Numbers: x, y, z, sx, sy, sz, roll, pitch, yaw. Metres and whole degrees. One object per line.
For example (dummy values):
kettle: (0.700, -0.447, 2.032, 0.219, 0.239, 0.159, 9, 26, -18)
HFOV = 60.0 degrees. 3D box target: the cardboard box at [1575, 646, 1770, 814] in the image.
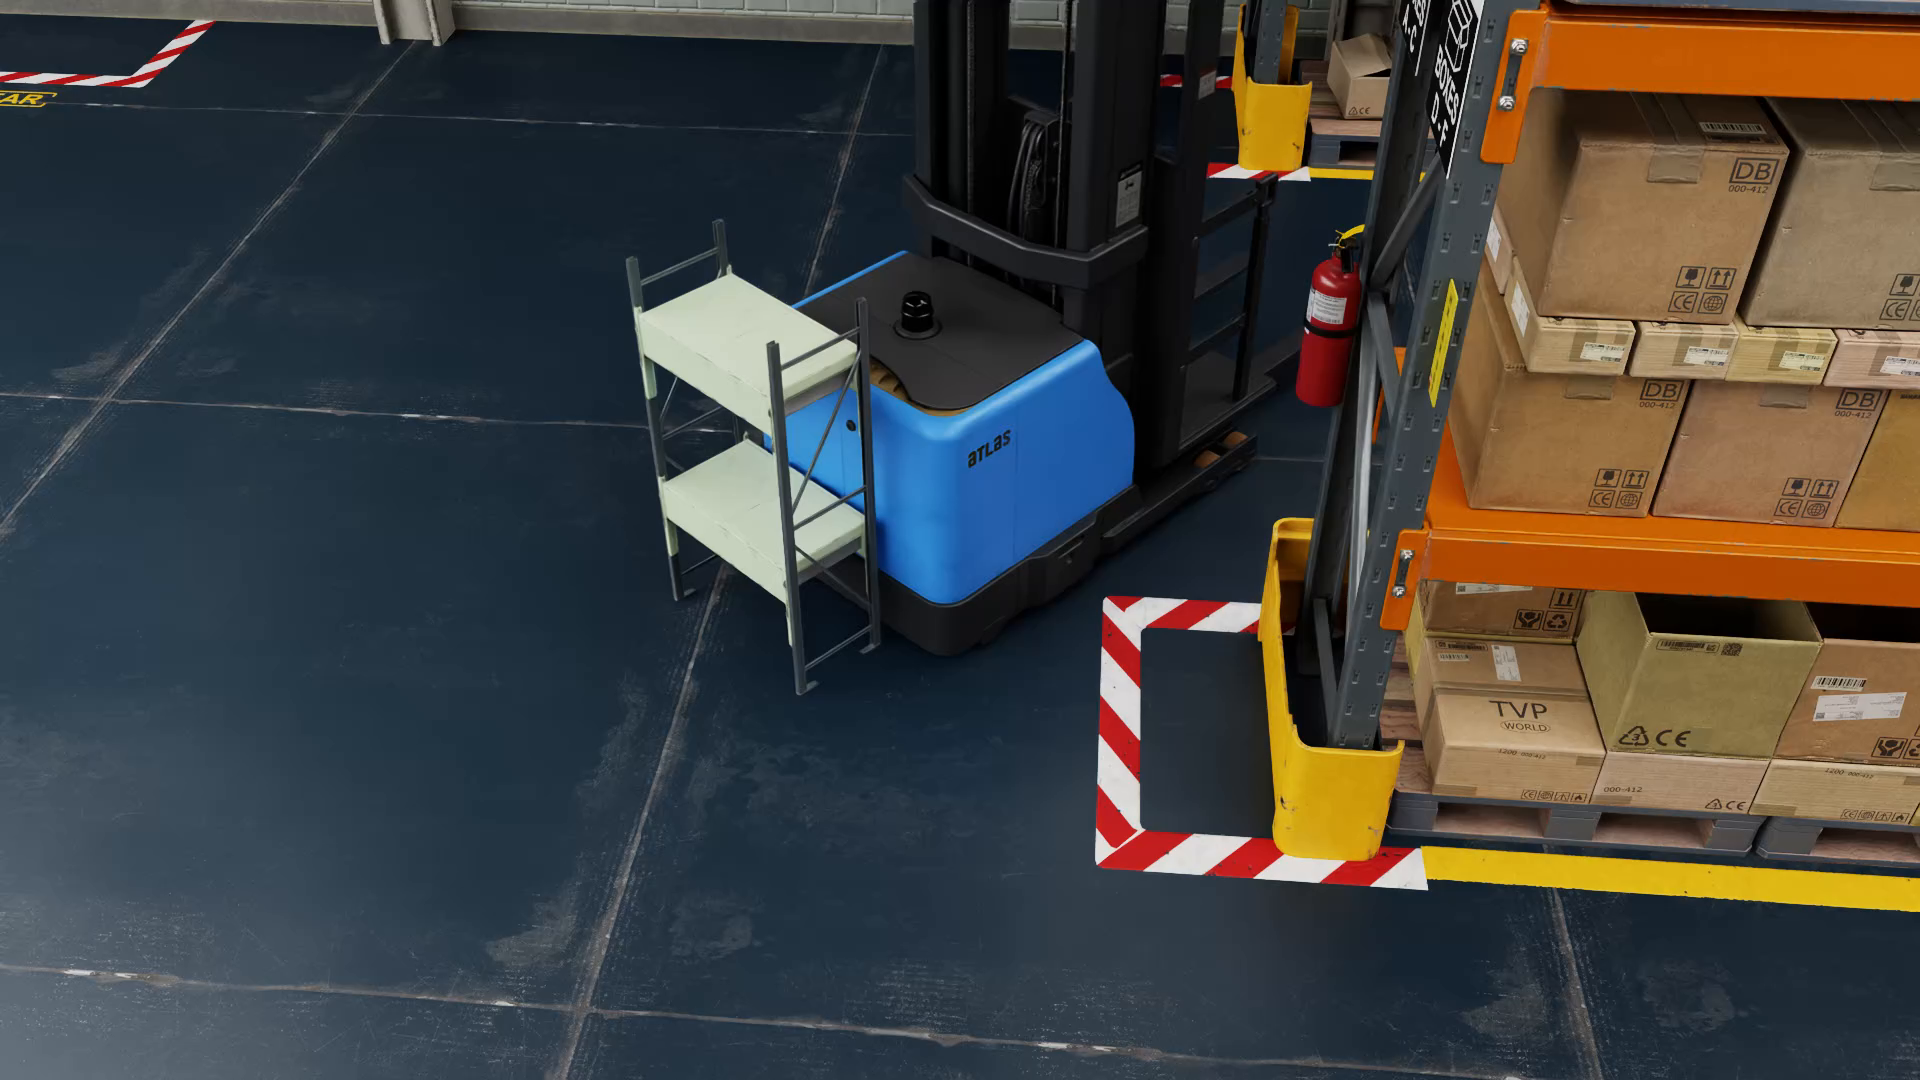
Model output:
cardboard box: (2.297, 0.616, 5.462, 0.500, 0.250, 0.500, 3, 39, 4)

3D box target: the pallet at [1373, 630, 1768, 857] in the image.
pallet: (2.049, 0.615, 5.827, 1.213, 0.211, 1.003, 3, 39, 4)

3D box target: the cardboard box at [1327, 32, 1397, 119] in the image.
cardboard box: (2.389, -2.631, 9.387, 0.500, 0.311, 0.500, -1, 39, -1)

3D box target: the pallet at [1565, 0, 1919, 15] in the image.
pallet: (1.986, -1.556, 3.979, 1.213, 0.211, 1.003, 3, 39, 4)

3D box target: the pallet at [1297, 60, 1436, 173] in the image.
pallet: (2.589, -2.445, 9.587, 1.213, 0.211, 1.003, 3, 39, 4)

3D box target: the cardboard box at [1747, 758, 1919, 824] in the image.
cardboard box: (2.795, 0.644, 5.429, 0.500, 0.250, 0.500, 3, 39, 4)

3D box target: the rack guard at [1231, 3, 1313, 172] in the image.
rack guard: (1.783, -2.624, 9.577, 0.348, 0.500, 1.175, 3, 39, 4)

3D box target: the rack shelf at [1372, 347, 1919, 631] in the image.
rack shelf: (3.276, -0.093, 5.059, 4.000, 0.370, 1.077, 3, 39, 4)

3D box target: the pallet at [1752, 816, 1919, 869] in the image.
pallet: (3.261, 0.683, 5.743, 1.213, 0.211, 1.003, 3, 39, 4)

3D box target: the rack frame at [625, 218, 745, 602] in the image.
rack frame: (-0.962, -0.434, 6.096, 0.400, 1.500, 0.023, -32, 49, -33)

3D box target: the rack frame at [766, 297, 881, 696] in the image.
rack frame: (-0.447, -0.106, 5.692, 0.400, 1.500, 0.023, -32, 49, -33)

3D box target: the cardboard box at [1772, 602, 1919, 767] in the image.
cardboard box: (2.796, 0.346, 5.201, 0.500, 0.500, 0.500, 3, 39, 4)

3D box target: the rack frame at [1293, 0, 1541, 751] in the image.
rack frame: (1.284, -0.481, 4.965, 0.127, 3.000, 1.000, 3, 39, 4)

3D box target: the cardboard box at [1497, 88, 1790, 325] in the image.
cardboard box: (1.800, -0.987, 4.480, 0.500, 0.500, 0.700, 3, 39, 4)

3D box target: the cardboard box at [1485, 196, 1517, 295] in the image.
cardboard box: (1.681, -0.871, 4.851, 0.250, 0.149, 0.380, 3, 39, 3)

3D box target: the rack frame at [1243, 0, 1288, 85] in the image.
rack frame: (1.707, -3.597, 8.793, 0.127, 3.000, 1.000, 3, 39, 4)

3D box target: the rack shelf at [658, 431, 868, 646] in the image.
rack shelf: (-0.704, -0.017, 6.099, 0.431, 0.370, 0.720, -32, 49, -33)

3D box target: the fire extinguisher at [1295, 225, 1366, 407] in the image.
fire extinguisher: (1.206, -0.750, 5.357, 0.183, 0.674, 0.296, 3, 39, 4)

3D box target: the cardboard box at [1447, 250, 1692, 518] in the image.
cardboard box: (1.748, -0.487, 4.893, 0.500, 0.500, 0.700, 3, 39, 4)

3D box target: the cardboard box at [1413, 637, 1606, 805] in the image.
cardboard box: (1.799, 0.591, 5.493, 0.500, 0.250, 0.500, 3, 39, 4)

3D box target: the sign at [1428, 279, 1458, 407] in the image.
sign: (1.230, -0.499, 4.239, 0.005, 0.325, 0.100, 3, 39, 4)

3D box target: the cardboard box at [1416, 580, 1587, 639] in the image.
cardboard box: (1.844, -0.027, 5.658, 0.500, 0.500, 0.500, 3, 39, 4)

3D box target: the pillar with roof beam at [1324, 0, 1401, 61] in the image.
pillar with roof beam: (2.108, -3.722, 4.194, 0.400, 9.000, 9.100, 3, 39, 4)

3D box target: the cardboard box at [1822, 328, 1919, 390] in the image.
cardboard box: (2.419, -0.573, 4.484, 0.250, 0.149, 0.380, 3, 39, 3)

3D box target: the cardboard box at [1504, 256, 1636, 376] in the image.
cardboard box: (1.656, -0.615, 4.536, 0.250, 0.149, 0.380, 3, 39, 4)

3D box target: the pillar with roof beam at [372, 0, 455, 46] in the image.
pillar with roof beam: (-3.870, -4.049, 4.596, 0.400, 9.000, 9.100, 3, 39, 4)

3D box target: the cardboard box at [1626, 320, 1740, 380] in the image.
cardboard box: (1.919, -0.602, 4.521, 0.250, 0.149, 0.380, 2, 39, 3)

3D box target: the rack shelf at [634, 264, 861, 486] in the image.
rack shelf: (-0.704, -0.573, 5.647, 0.431, 0.370, 0.720, -32, 49, -33)

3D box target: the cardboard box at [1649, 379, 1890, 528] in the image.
cardboard box: (2.271, -0.461, 4.861, 0.500, 0.500, 0.700, 4, 39, 5)

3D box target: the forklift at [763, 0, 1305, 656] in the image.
forklift: (0.621, -1.546, 6.327, 1.130, 2.935, 3.031, 31, 48, 32)

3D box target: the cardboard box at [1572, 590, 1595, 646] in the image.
cardboard box: (2.343, 0.285, 5.869, 0.500, 0.250, 0.500, 3, 39, 4)

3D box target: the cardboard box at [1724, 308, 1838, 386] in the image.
cardboard box: (2.168, -0.588, 4.503, 0.250, 0.149, 0.380, 3, 39, 4)

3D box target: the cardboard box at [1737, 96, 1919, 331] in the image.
cardboard box: (2.325, -0.962, 4.449, 0.500, 0.500, 0.700, 2, 39, 3)

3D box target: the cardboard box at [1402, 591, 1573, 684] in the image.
cardboard box: (1.843, 0.265, 5.893, 0.500, 0.250, 0.500, 3, 39, 4)

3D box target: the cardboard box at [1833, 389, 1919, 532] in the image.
cardboard box: (2.765, -0.430, 4.823, 0.500, 0.500, 0.700, 3, 39, 4)

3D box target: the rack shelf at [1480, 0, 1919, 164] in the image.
rack shelf: (3.276, -1.257, 4.112, 4.000, 0.370, 1.077, 3, 39, 4)

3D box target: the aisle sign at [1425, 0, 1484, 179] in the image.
aisle sign: (1.192, -1.301, 3.912, 0.004, 0.787, 0.394, 3, 39, 4)

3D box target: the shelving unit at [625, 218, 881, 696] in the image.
shelving unit: (-0.704, -0.270, 5.894, 0.431, 1.500, 0.755, -32, 49, -33)

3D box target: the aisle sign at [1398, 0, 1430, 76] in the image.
aisle sign: (1.244, -1.678, 4.376, 0.004, 0.787, 0.394, 3, 39, 4)

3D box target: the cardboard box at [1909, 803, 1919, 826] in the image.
cardboard box: (3.293, 0.674, 5.391, 0.500, 0.250, 0.500, 3, 39, 4)

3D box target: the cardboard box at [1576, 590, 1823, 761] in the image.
cardboard box: (2.297, 0.326, 5.224, 0.500, 0.500, 0.500, 3, 39, 4)

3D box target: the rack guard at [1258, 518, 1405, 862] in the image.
rack guard: (1.260, 0.487, 5.756, 0.348, 0.500, 1.175, 3, 39, 4)
